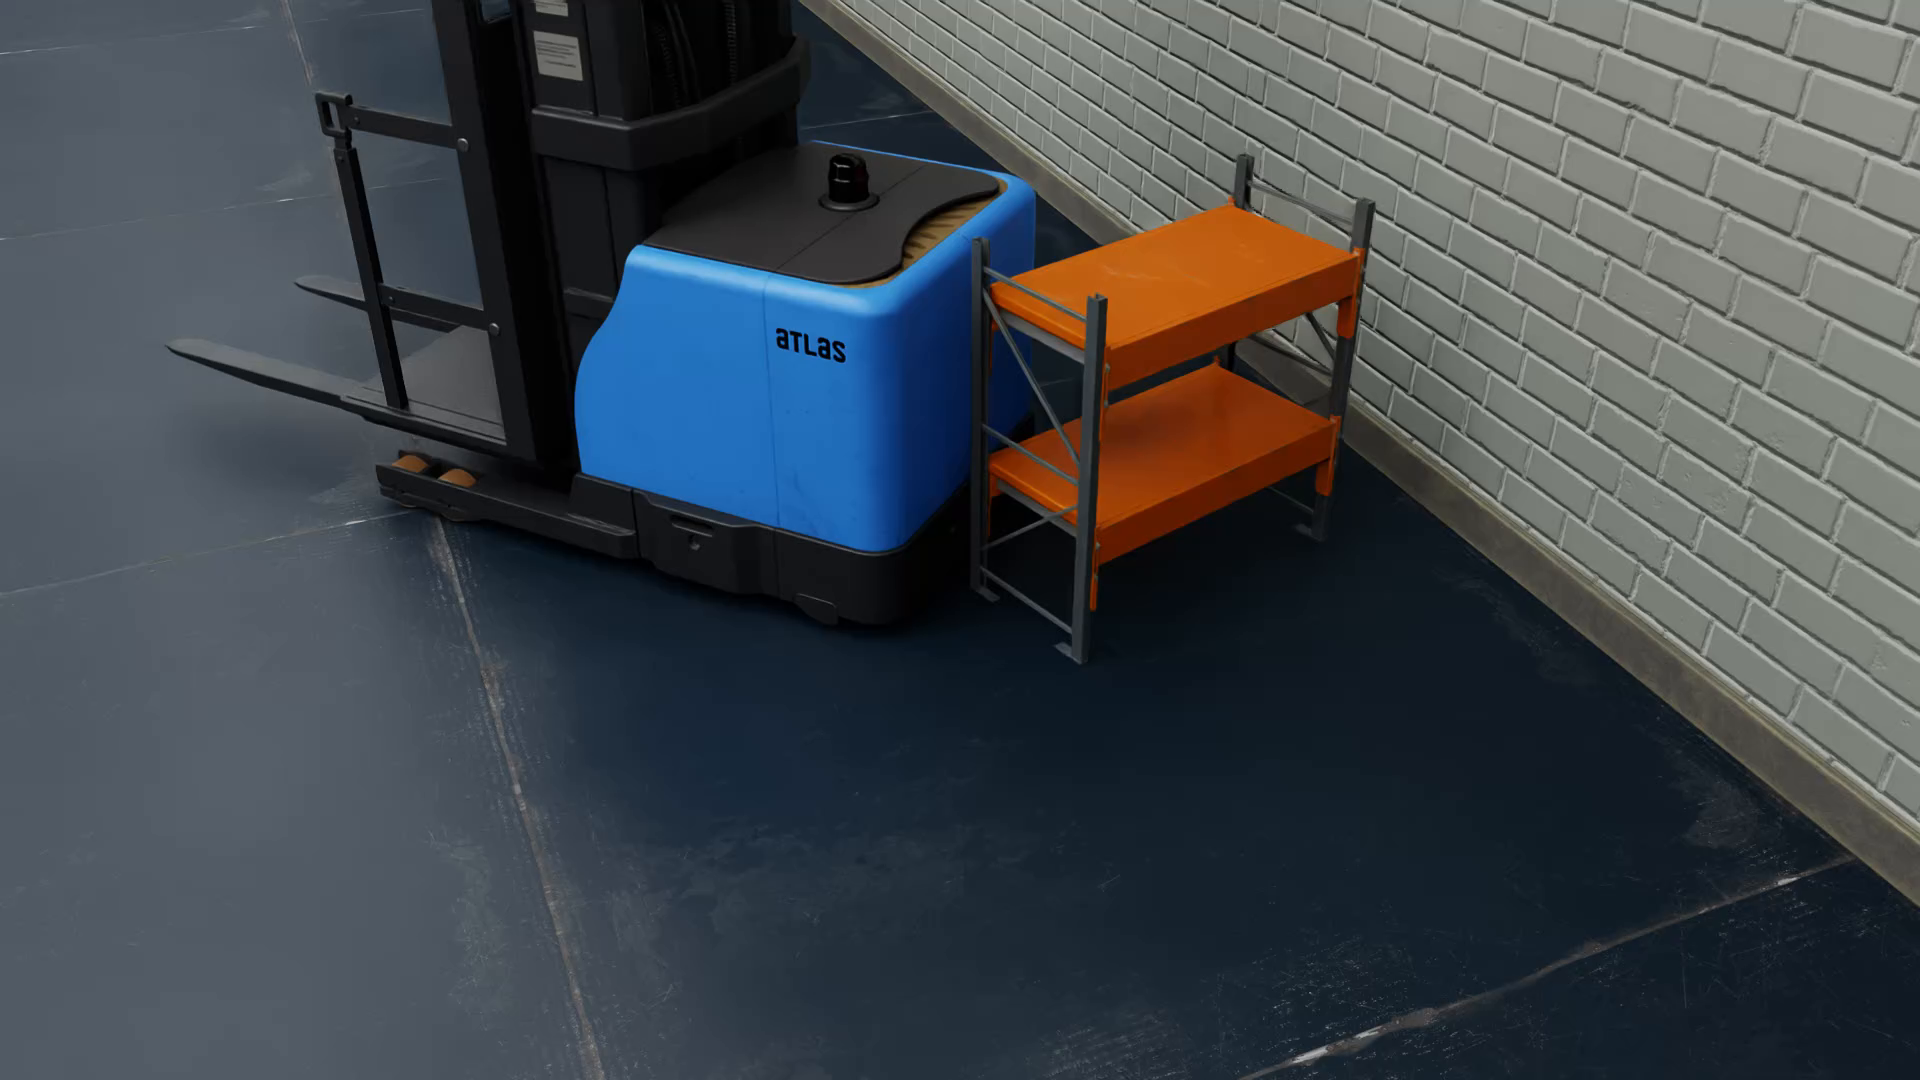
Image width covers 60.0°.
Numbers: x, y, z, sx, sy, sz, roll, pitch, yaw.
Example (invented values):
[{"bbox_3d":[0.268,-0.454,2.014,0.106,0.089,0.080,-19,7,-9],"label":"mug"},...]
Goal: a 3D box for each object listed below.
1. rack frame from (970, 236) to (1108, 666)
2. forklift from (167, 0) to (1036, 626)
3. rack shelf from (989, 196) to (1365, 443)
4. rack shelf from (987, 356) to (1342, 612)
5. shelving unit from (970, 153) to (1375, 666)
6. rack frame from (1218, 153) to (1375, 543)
[{"bbox_3d":[0.198,-0.228,4.569,0.032,1.125,0.500,-24,40,-32],"label":"rack frame"},{"bbox_3d":[-1.313,-1.528,4.911,3.031,2.935,1.130,15,36,22],"label":"forklift"},{"bbox_3d":[0.595,-0.646,4.675,1.000,0.278,0.538,-24,40,-32],"label":"rack shelf"},{"bbox_3d":[0.595,-0.196,4.968,1.000,0.278,0.538,-24,40,-32],"label":"rack shelf"},{"bbox_3d":[0.595,-0.401,4.835,1.048,1.125,0.538,-24,40,-32],"label":"shelving unit"},{"bbox_3d":[0.992,-0.574,5.100,0.032,1.125,0.500,-24,40,-32],"label":"rack frame"}]
